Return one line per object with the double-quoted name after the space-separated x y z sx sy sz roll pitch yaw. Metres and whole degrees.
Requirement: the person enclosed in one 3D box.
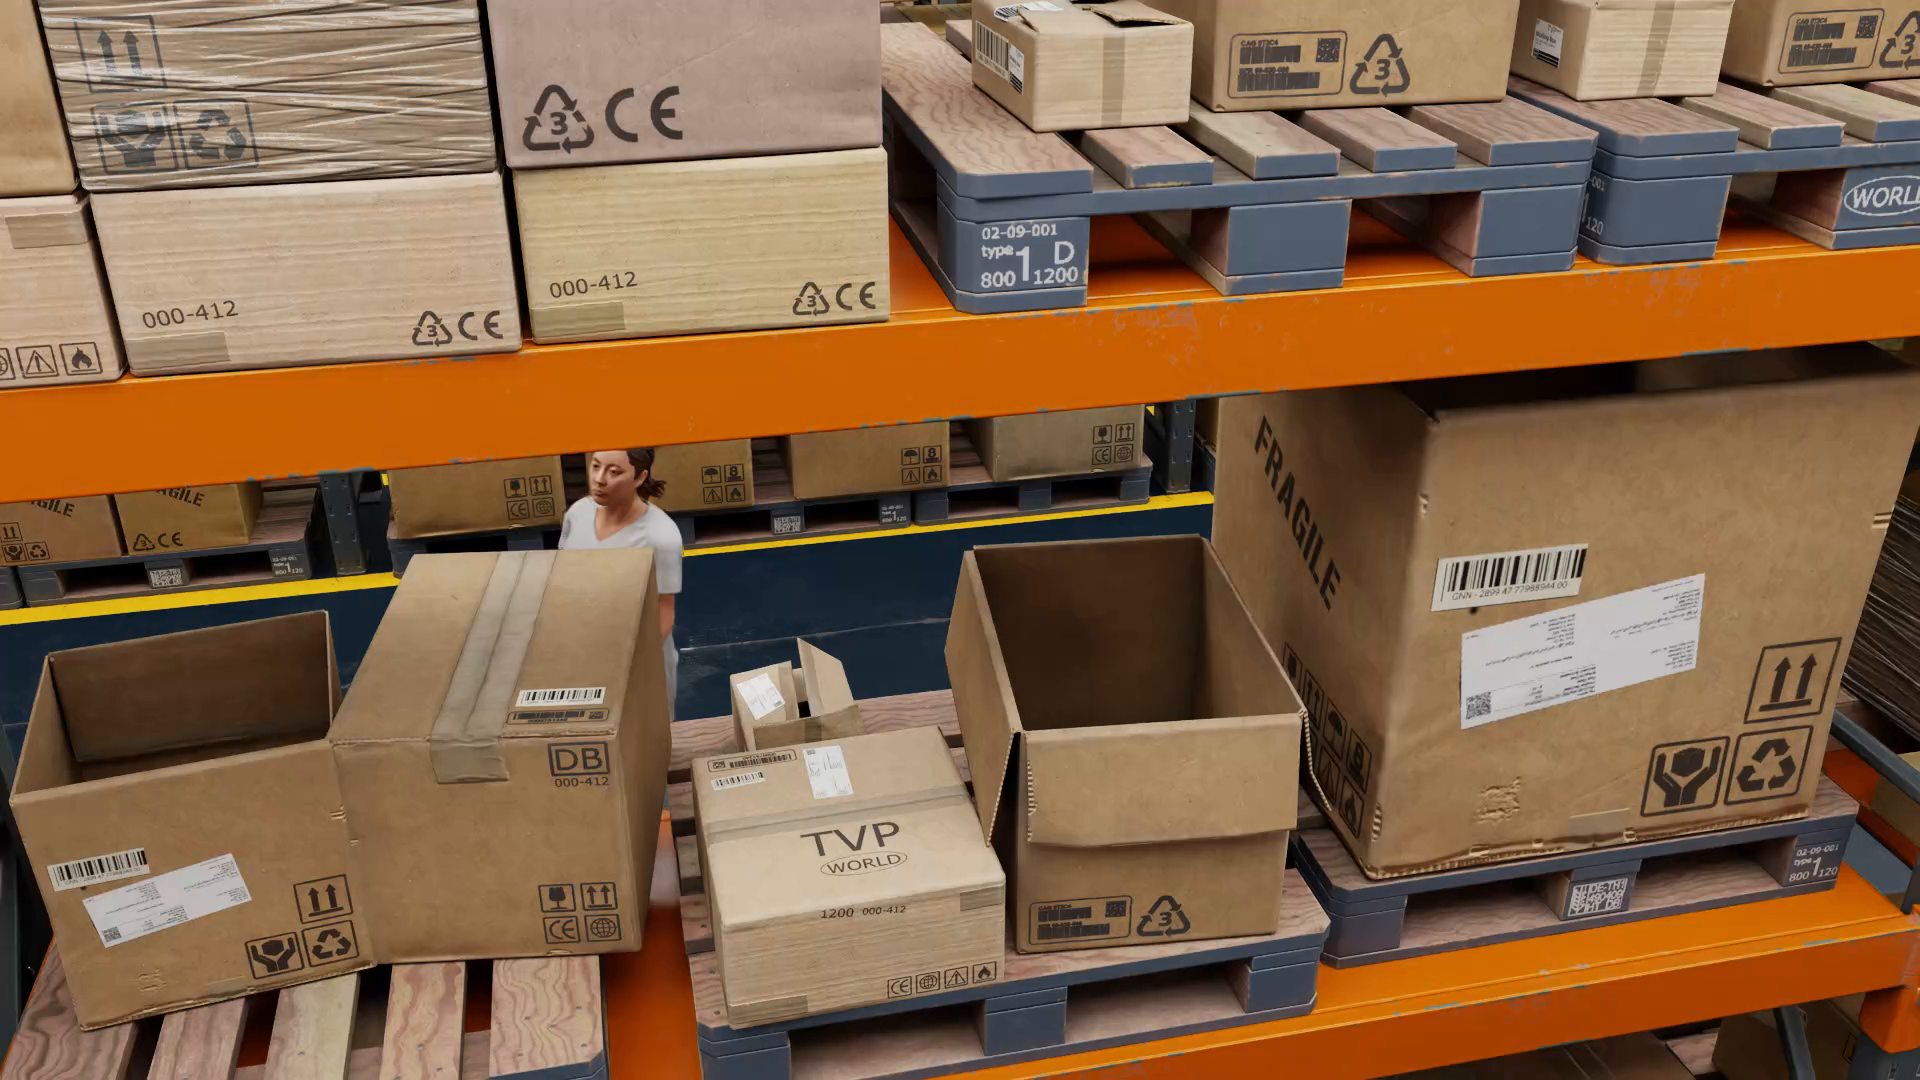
-1.105 0.427 5.250 0.529 1.682 0.479 13 30 25 "person"
